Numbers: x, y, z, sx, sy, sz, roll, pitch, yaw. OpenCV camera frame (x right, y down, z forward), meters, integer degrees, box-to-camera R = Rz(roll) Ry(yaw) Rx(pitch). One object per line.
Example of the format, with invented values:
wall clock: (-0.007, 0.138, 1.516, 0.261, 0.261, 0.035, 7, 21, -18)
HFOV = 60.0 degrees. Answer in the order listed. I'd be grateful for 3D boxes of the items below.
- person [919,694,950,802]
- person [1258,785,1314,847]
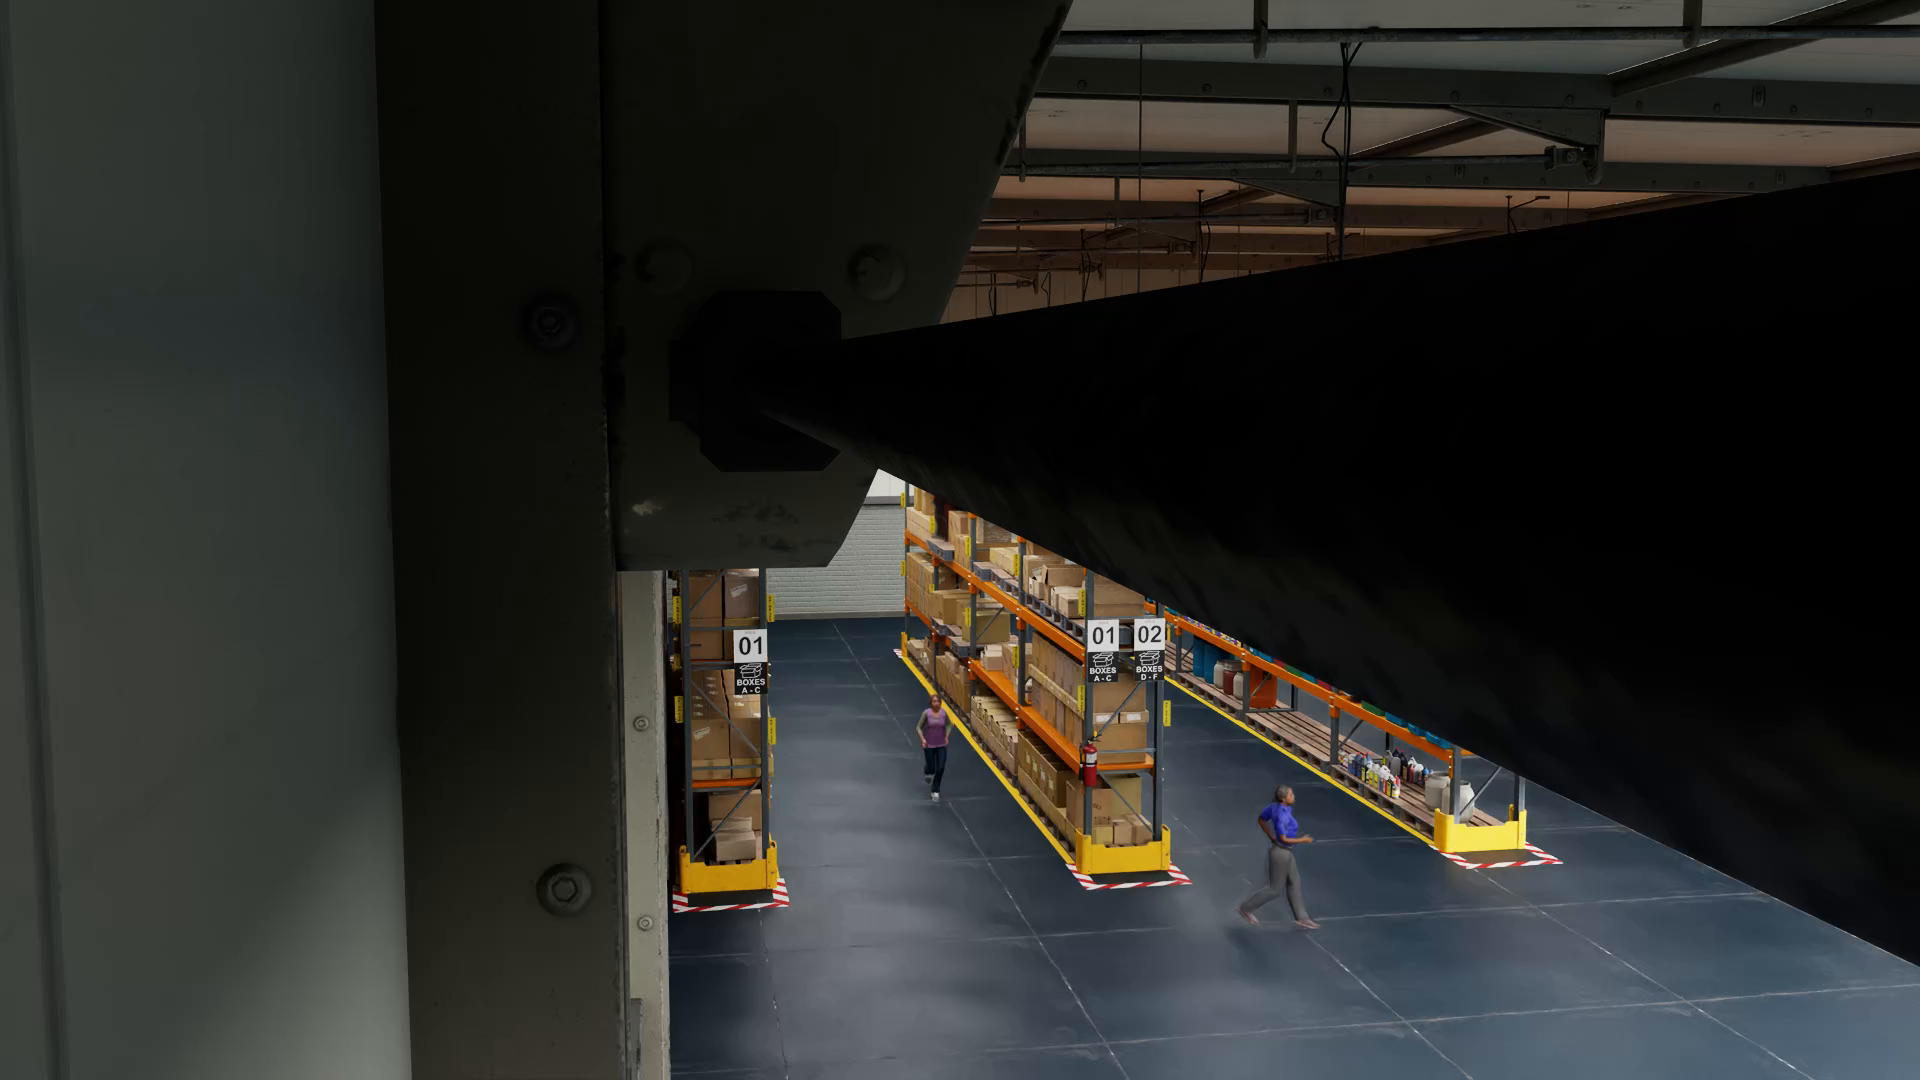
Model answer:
person: (-0.382, 3.034, 24.526, 0.506, 1.566, 0.571, -1, 6, -12)
person: (3.652, 3.133, 18.582, 0.605, 0.798, 0.584, 1, 6, 6)
